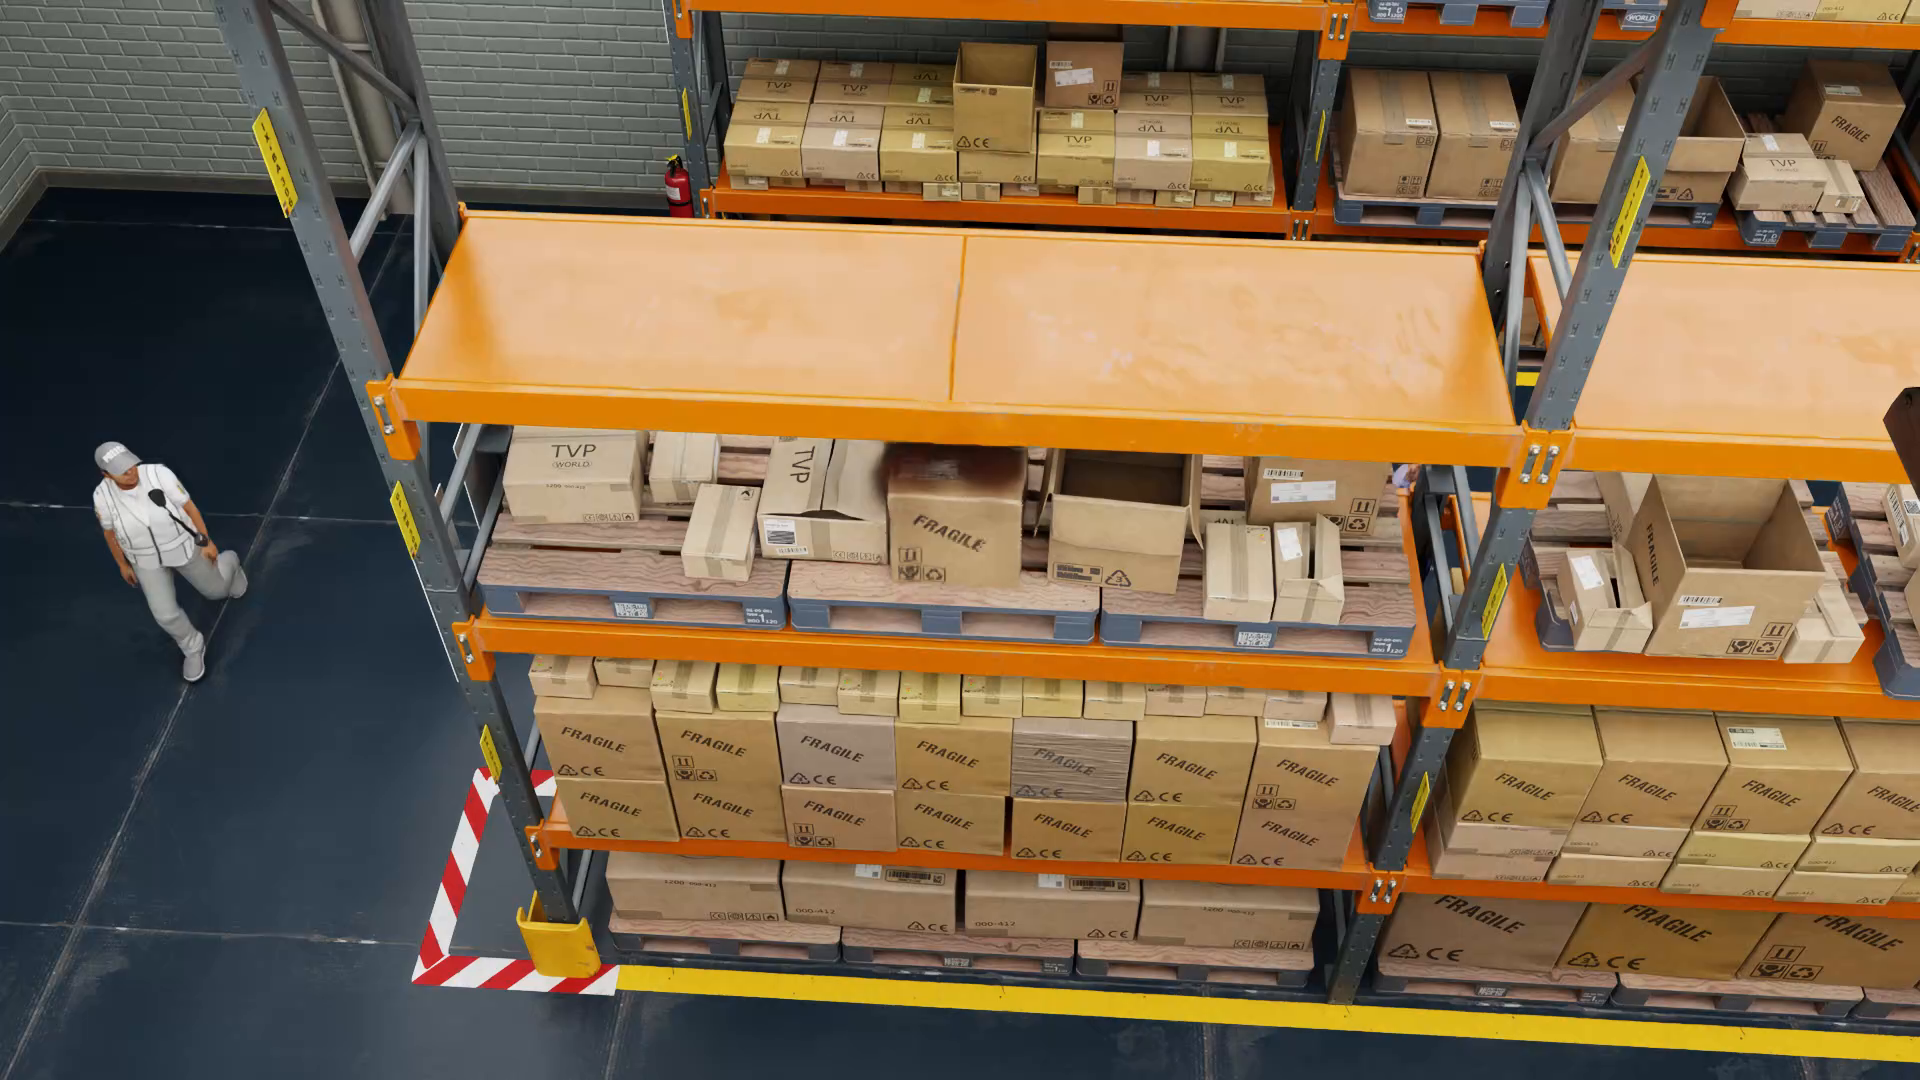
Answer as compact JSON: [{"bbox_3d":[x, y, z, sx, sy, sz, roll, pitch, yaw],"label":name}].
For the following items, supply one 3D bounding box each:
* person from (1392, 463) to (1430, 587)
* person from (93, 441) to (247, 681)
[{"bbox_3d":[2.392,0.085,9.399,0.735,1.652,0.523,0,48,0],"label":"person"},{"bbox_3d":[-4.598,0.014,9.610,0.523,1.606,0.804,-9,49,-8],"label":"person"}]
